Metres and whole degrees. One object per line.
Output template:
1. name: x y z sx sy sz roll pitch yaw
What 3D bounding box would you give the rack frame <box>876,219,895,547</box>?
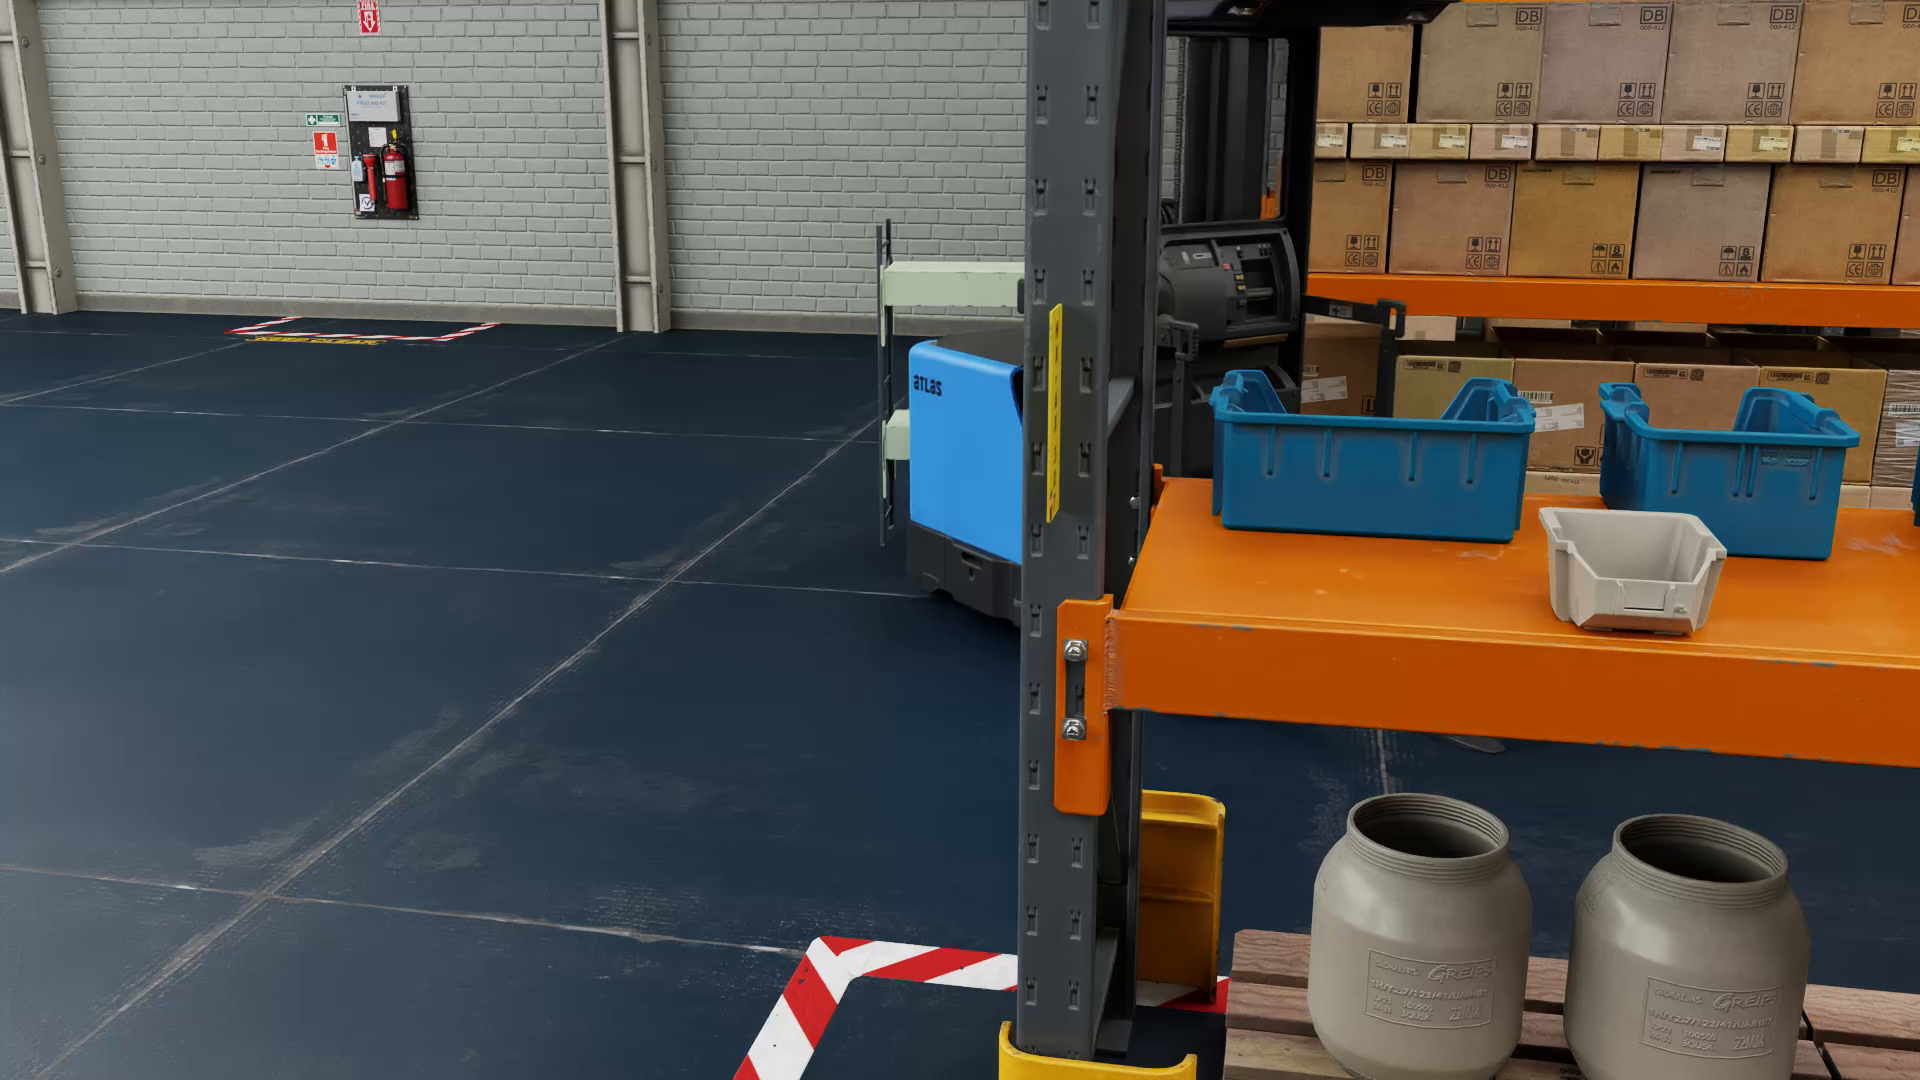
1. rack frame: -0.351 -0.742 7.862 0.023 1.500 0.400 1 16 4

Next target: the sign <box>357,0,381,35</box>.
1. sign: -5.190 -4.590 14.599 0.199 0.298 0.001 3 16 11

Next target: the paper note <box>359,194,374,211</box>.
1. paper note: -5.362 -3.049 15.030 0.142 0.148 0.016 3 16 11

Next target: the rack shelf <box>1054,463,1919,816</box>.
1. rack shelf: 2.219 0.248 2.824 4.000 0.370 1.077 3 16 11

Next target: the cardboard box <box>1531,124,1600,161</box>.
1. cardboard box: 2.603 -1.729 7.213 0.250 0.149 0.380 3 16 9

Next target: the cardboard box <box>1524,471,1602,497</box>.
1. cardboard box: 2.712 -0.238 7.598 0.500 0.250 0.500 3 16 11

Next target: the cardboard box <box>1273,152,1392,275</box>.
1. cardboard box: 1.705 -1.520 7.674 0.500 0.500 0.700 3 16 11

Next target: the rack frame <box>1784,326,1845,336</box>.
1. rack frame: 6.153 -2.583 11.700 0.127 3.000 1.000 3 16 11

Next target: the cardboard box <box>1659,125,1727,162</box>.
1. cardboard box: 3.097 -1.702 7.114 0.250 0.149 0.380 3 16 12

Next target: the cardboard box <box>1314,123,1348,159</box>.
1. cardboard box: 1.591 -1.784 7.410 0.250 0.149 0.380 3 16 11

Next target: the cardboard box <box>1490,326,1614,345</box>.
1. cardboard box: 2.817 -0.739 8.000 0.500 0.500 0.500 3 16 11

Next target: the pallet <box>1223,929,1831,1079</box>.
1. pallet: 1.138 1.176 3.353 1.213 0.211 1.003 3 16 11

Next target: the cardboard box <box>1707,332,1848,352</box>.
1. cardboard box: 3.798 -0.686 7.808 0.500 0.500 0.500 3 16 11

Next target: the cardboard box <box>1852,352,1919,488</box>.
1. cardboard box: 4.184 -0.523 7.221 0.500 0.500 0.500 3 16 11

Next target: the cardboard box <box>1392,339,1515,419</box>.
1. cardboard box: 2.221 -0.626 7.592 0.500 0.500 0.500 3 16 11

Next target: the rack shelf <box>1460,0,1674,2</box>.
1. rack shelf: 4.193 -3.789 11.779 4.000 0.370 1.077 3 16 11

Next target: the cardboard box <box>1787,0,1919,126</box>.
1. cardboard box: 3.747 -2.036 7.106 0.500 0.500 0.700 3 16 11

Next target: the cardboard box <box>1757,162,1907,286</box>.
1. cardboard box: 3.724 -1.412 7.282 0.500 0.500 0.700 3 16 12

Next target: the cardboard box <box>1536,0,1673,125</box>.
1. cardboard box: 2.767 -2.089 7.299 0.500 0.500 0.700 3 16 11

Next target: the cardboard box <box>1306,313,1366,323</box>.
1. cardboard box: 2.893 -1.652 12.550 0.500 0.311 0.500 1 16 5

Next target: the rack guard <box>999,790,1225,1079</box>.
1. rack guard: 0.343 0.992 3.475 0.348 0.500 1.175 3 16 11

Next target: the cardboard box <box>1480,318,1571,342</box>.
1. cardboard box: 4.161 -1.661 12.227 0.500 0.500 0.700 2 16 8

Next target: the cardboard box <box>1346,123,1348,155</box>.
1. cardboard box: 1.919 -1.877 7.746 0.250 0.149 0.380 4 16 12

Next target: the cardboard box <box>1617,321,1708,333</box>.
1. cardboard box: 5.128 -1.636 12.136 0.500 0.500 0.500 2 16 7

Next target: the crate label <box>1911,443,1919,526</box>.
1. crate label: 2.117 -0.195 3.009 0.616 0.435 0.502 3 16 11

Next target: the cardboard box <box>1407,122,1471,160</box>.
1. cardboard box: 2.095 -1.757 7.313 0.250 0.149 0.380 3 16 11

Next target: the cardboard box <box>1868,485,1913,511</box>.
1. cardboard box: 4.184 -0.161 7.320 0.500 0.250 0.500 3 16 11

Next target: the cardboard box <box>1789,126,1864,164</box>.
1. cardboard box: 3.616 -1.675 7.016 0.250 0.149 0.380 4 16 13

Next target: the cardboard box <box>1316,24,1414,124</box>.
1. cardboard box: 1.757 -2.143 7.490 0.500 0.500 0.700 3 16 11

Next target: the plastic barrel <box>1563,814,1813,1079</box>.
1. plastic barrel: 1.410 0.834 3.237 0.421 0.512 0.421 0 15 0

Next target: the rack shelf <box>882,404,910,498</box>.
1. rack shelf: 0.014 -0.421 7.923 0.720 0.370 0.431 1 16 4

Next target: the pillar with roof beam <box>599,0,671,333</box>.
1. pillar with roof beam: -3.646 -5.069 9.436 0.400 9.000 9.100 3 16 11

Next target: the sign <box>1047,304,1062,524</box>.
1. sign: 0.145 -0.194 2.556 0.005 0.325 0.100 3 16 11

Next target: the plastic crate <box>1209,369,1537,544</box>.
1. plastic crate: 0.809 -0.185 3.318 0.616 0.251 0.499 3 16 11

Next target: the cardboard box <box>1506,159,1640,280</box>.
1. cardboard box: 2.706 -1.466 7.477 0.500 0.500 0.700 3 16 11

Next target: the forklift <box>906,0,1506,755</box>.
1. forklift: 1.006 -0.955 5.948 1.130 2.935 3.031 -10 18 -32

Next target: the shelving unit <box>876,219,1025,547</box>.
1. shelving unit: 0.014 -0.735 7.836 0.755 1.500 0.431 1 16 4

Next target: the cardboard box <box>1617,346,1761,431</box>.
1. cardboard box: 3.200 -0.572 7.396 0.500 0.500 0.500 3 16 11

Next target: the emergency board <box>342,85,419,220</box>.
1. emergency board: -5.202 -3.446 14.813 0.643 1.169 0.194 3 16 11
